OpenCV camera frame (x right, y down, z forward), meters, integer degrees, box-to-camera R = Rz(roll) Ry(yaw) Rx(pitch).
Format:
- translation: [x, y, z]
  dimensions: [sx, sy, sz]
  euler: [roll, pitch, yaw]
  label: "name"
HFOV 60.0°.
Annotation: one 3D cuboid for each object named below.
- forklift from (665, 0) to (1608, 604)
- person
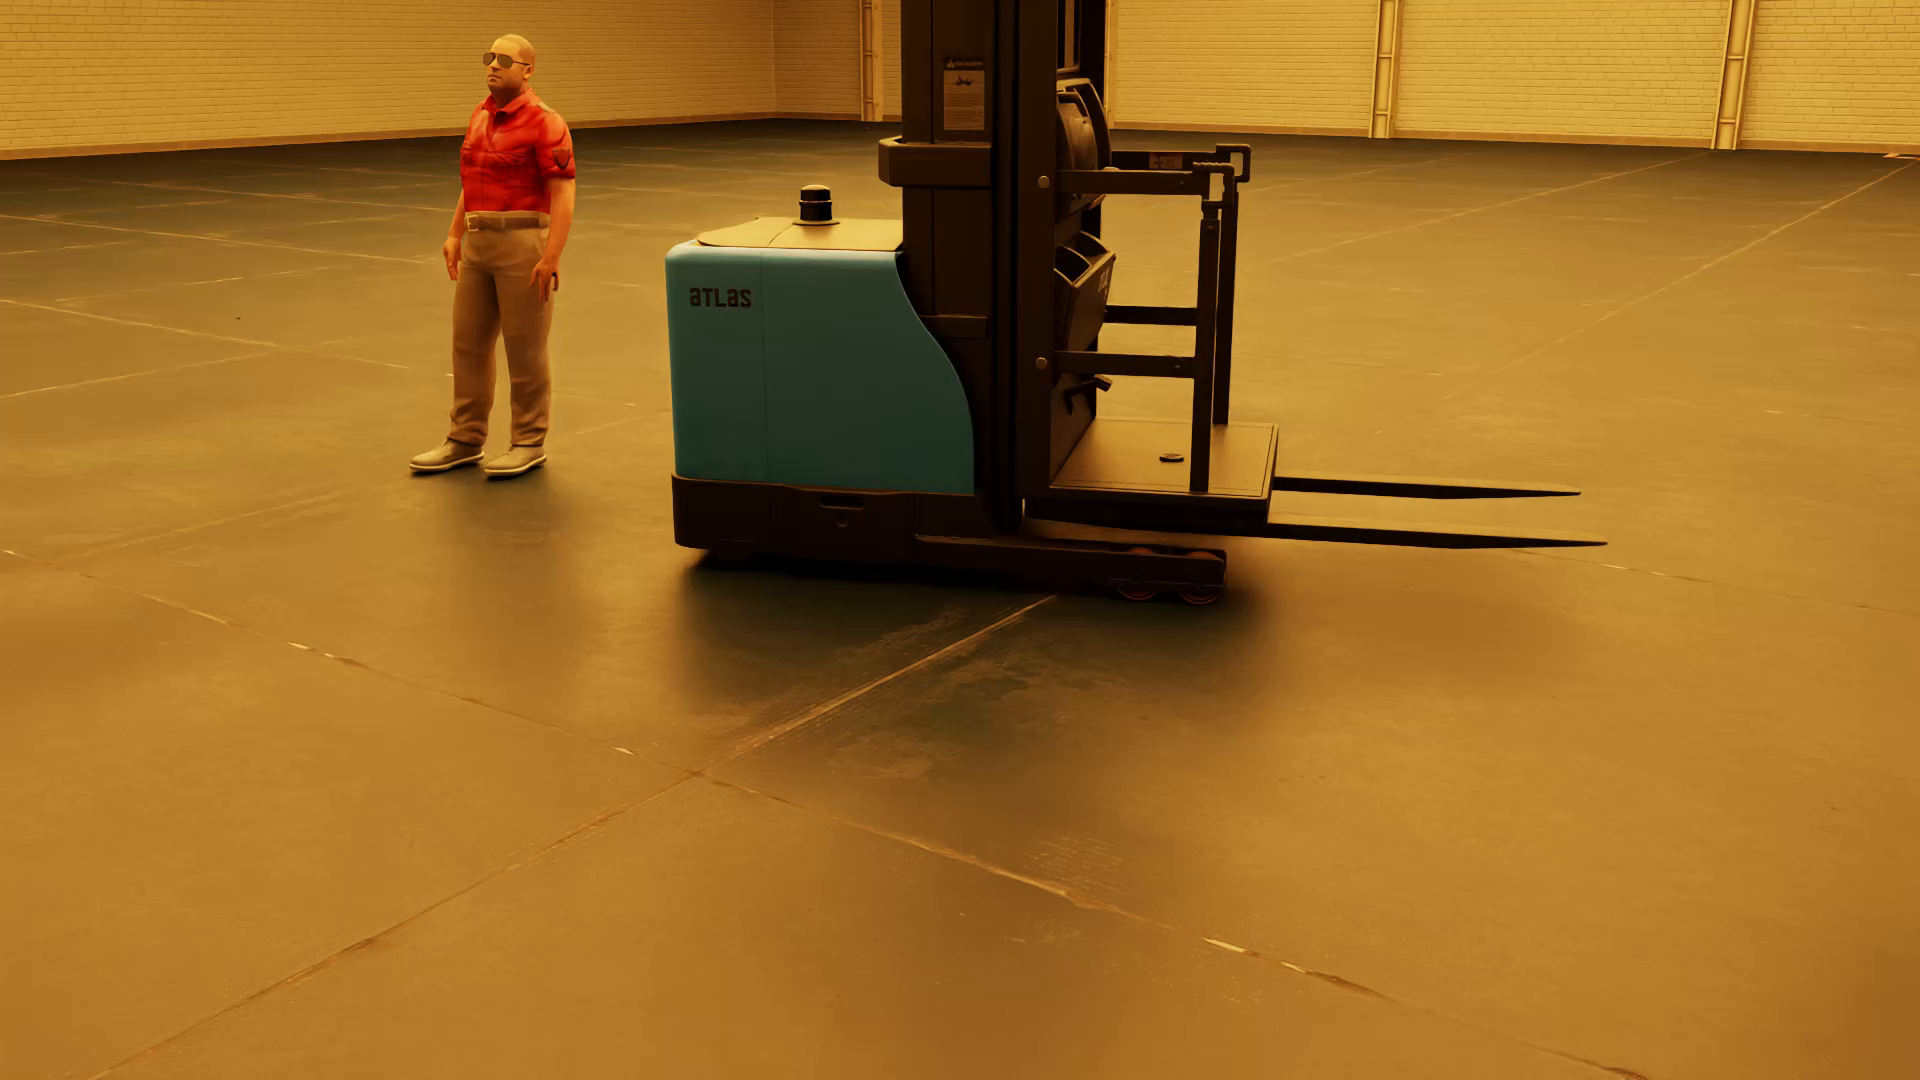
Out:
- translation: [0.595, -1.367, 5.404]
  dimensions: [3.031, 2.935, 1.130]
  euler: [4, 17, 12]
  label: "forklift"
- translation: [-1.882, -1.126, 6.671]
  dimensions: [0.642, 1.727, 0.551]
  euler: [11, 20, 32]
  label: "person"
